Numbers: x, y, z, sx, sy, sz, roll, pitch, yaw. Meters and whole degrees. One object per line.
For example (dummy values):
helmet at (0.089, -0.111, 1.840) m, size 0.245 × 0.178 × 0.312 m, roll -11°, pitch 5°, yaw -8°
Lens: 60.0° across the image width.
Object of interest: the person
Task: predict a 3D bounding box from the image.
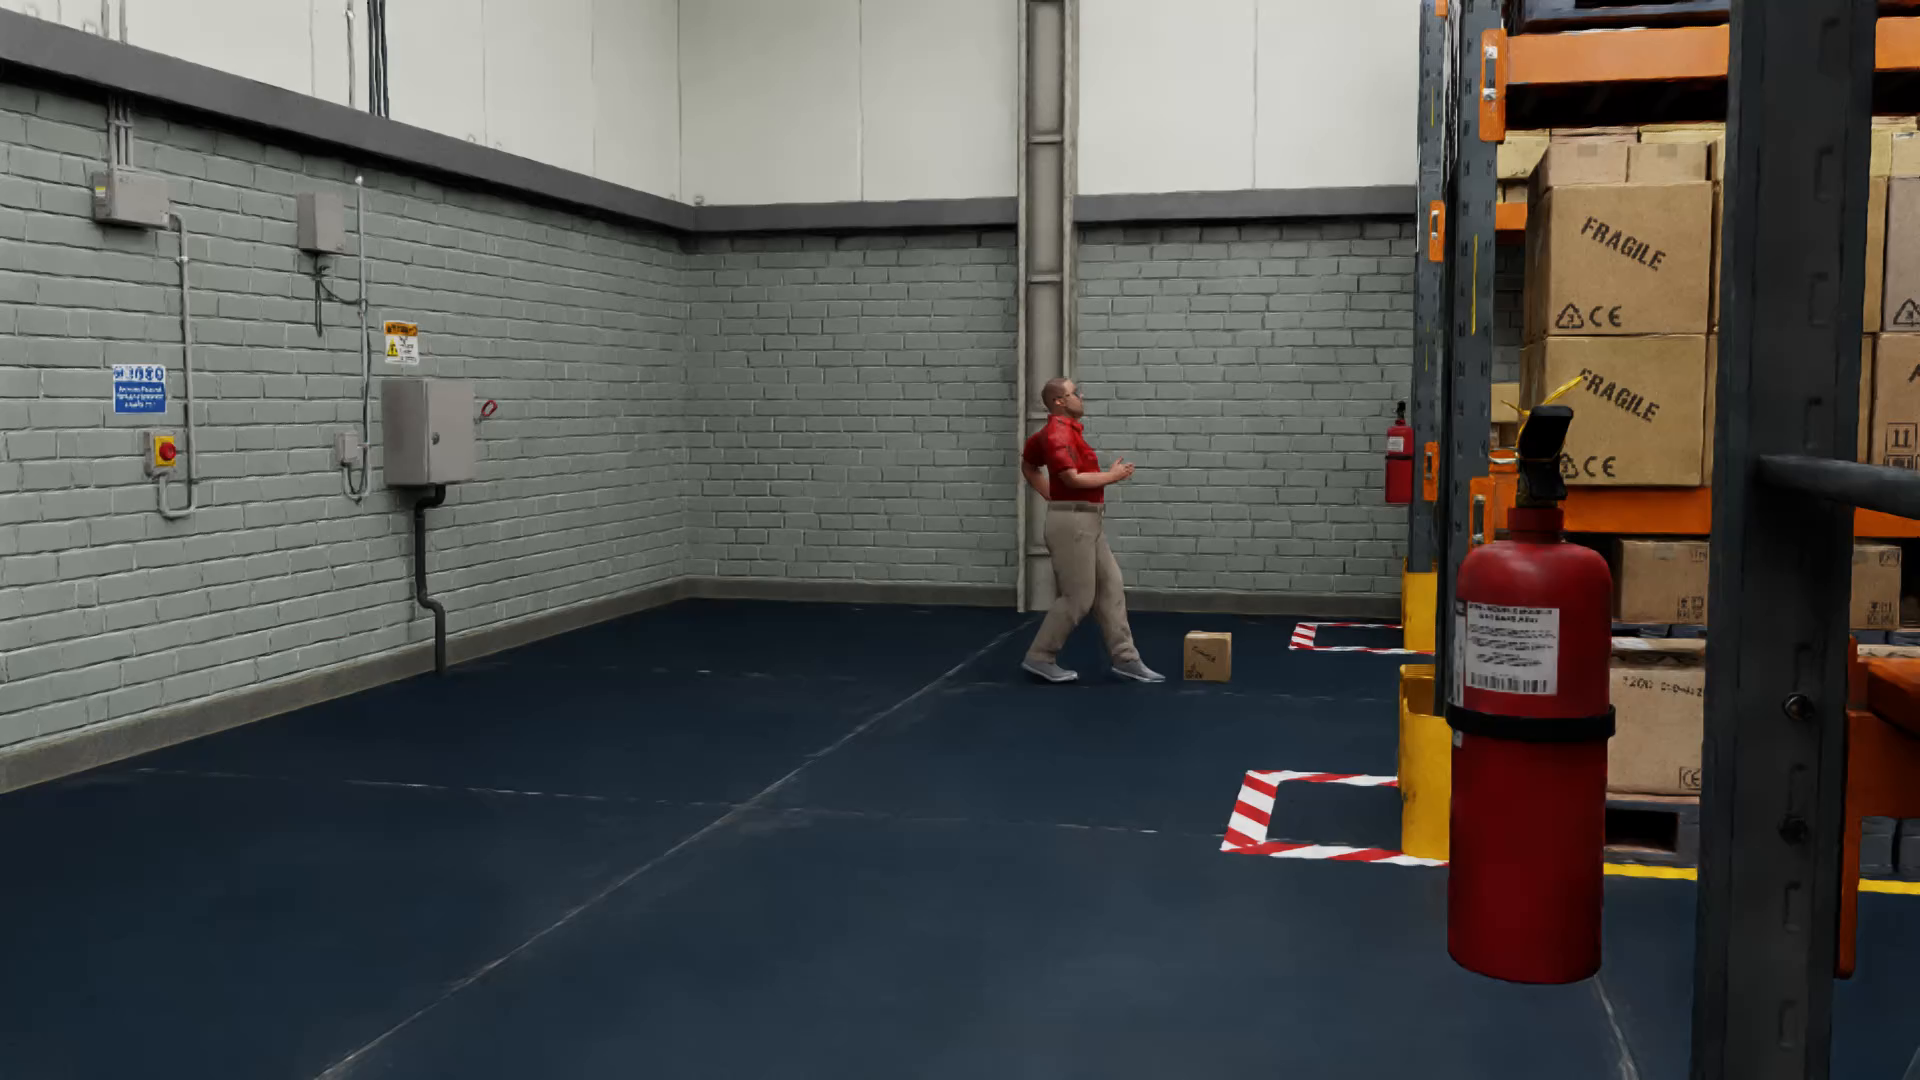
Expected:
person at (0.730, -0.038, 9.292) m, size 0.851 × 1.730 × 0.622 m, roll 1°, pitch 5°, yaw 10°
